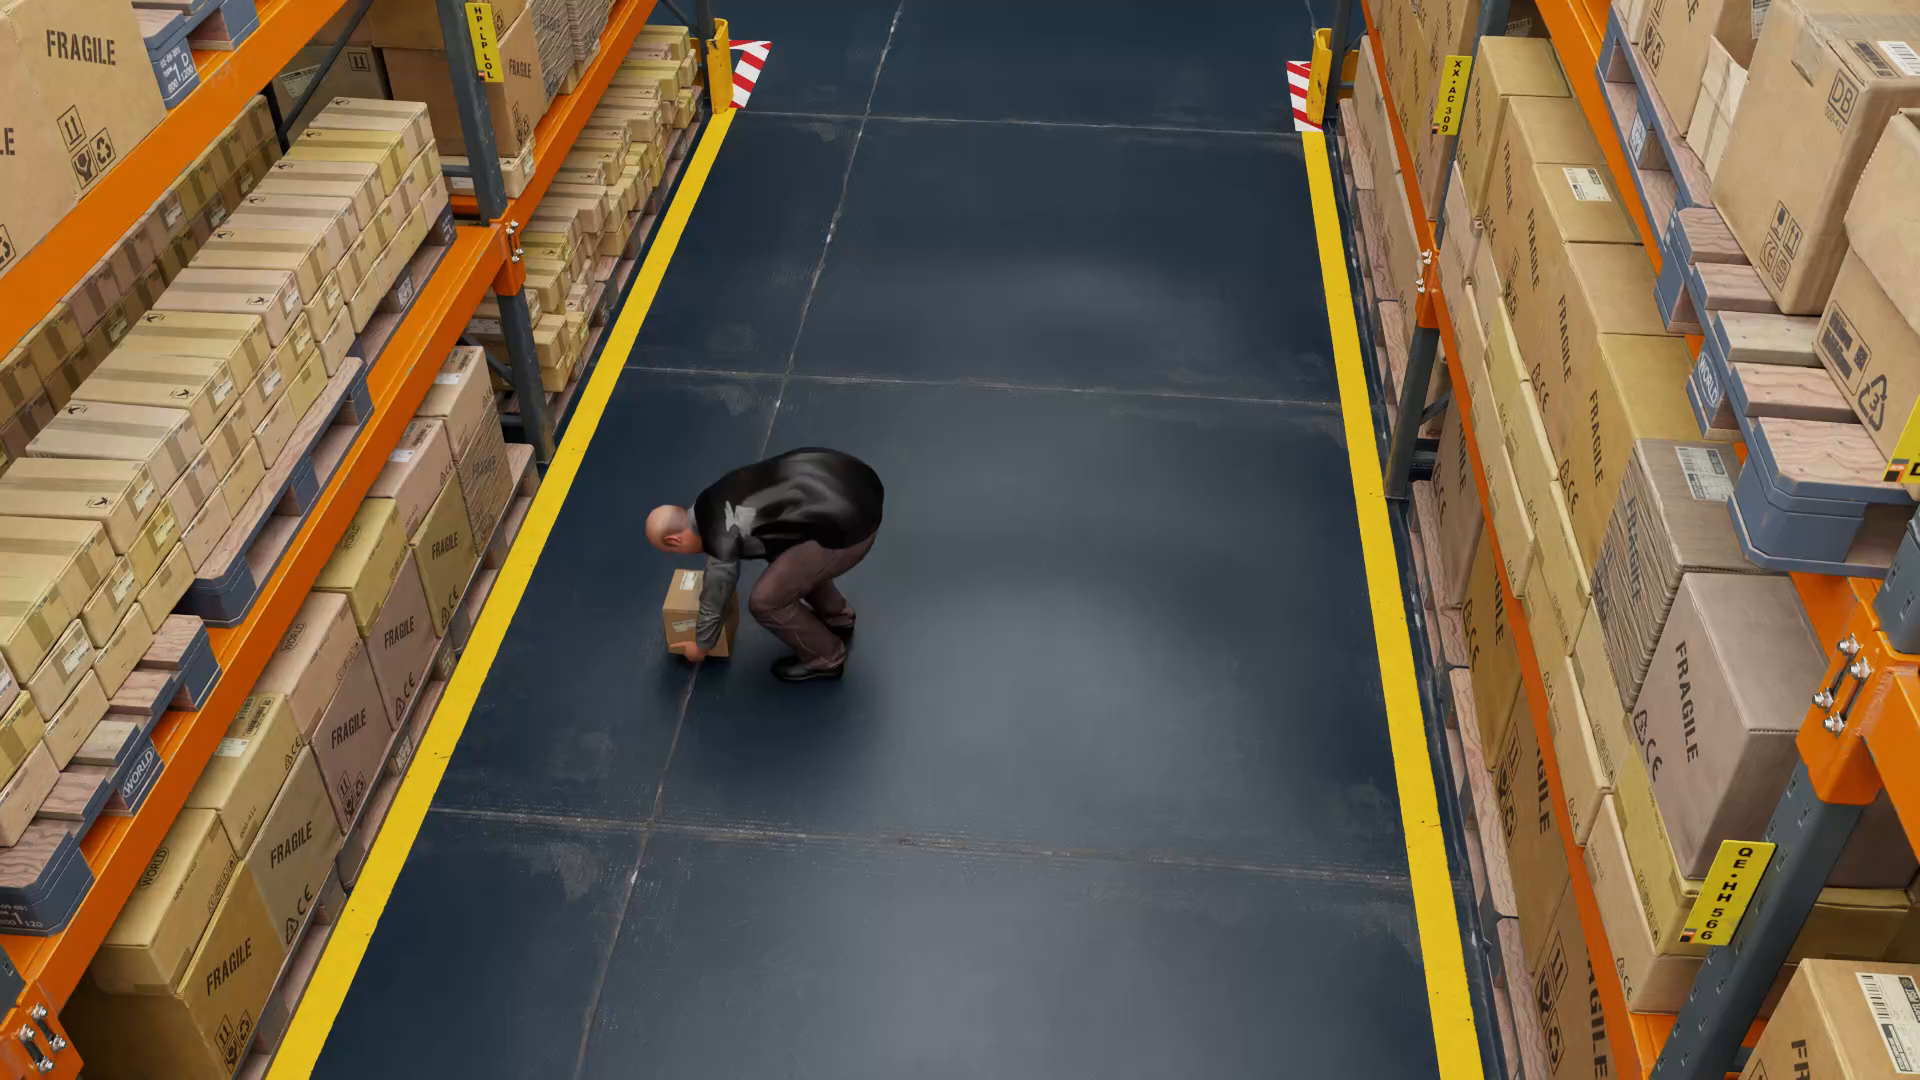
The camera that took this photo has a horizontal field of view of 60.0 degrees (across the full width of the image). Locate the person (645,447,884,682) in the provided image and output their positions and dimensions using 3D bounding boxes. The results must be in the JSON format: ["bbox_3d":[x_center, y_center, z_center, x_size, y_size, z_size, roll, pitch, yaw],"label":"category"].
[{"bbox_3d":[-0.770,0.093,6.664,0.944,0.951,0.512,1,40,2],"label":"person"}]
